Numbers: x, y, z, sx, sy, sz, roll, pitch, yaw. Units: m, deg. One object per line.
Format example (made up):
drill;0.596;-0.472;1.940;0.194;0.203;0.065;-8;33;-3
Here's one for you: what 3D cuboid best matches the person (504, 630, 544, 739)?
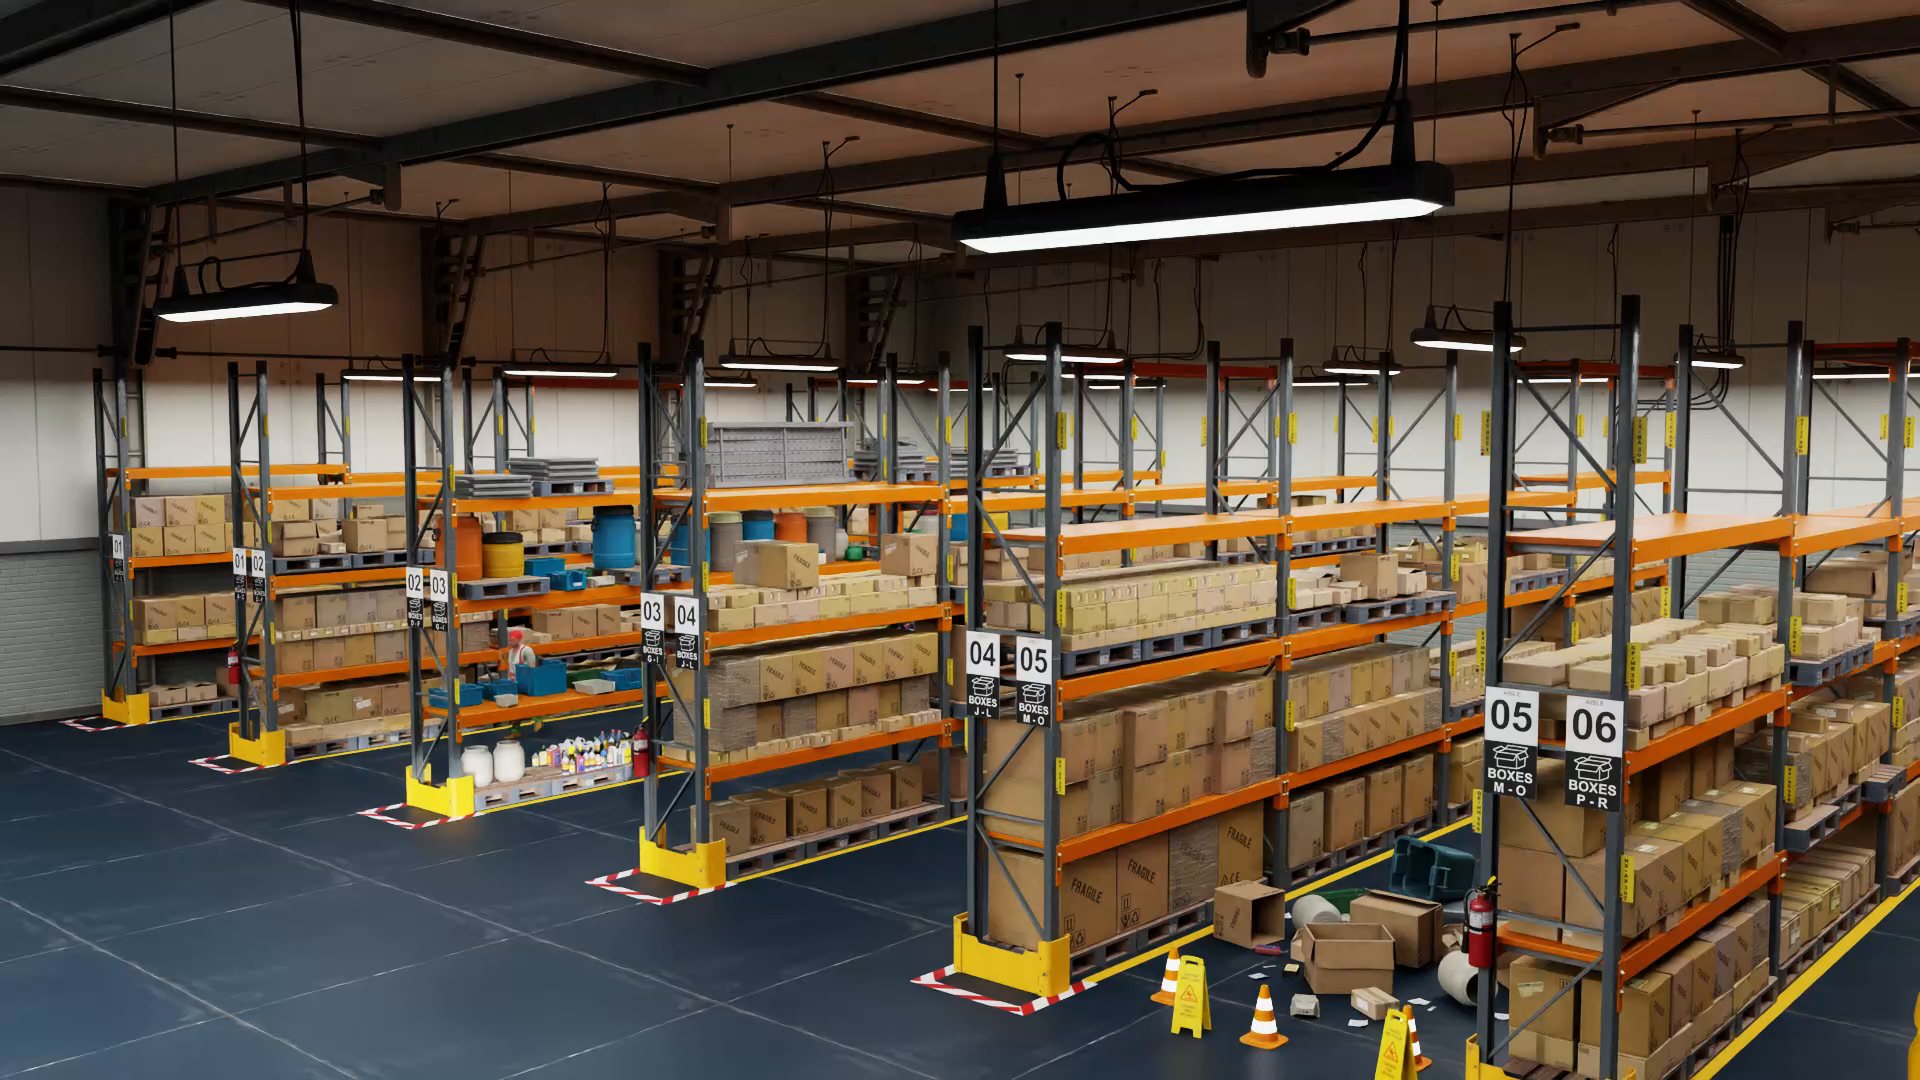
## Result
person;-7.066;2.312;26.909;0.629;1.767;0.688;2;5;28
